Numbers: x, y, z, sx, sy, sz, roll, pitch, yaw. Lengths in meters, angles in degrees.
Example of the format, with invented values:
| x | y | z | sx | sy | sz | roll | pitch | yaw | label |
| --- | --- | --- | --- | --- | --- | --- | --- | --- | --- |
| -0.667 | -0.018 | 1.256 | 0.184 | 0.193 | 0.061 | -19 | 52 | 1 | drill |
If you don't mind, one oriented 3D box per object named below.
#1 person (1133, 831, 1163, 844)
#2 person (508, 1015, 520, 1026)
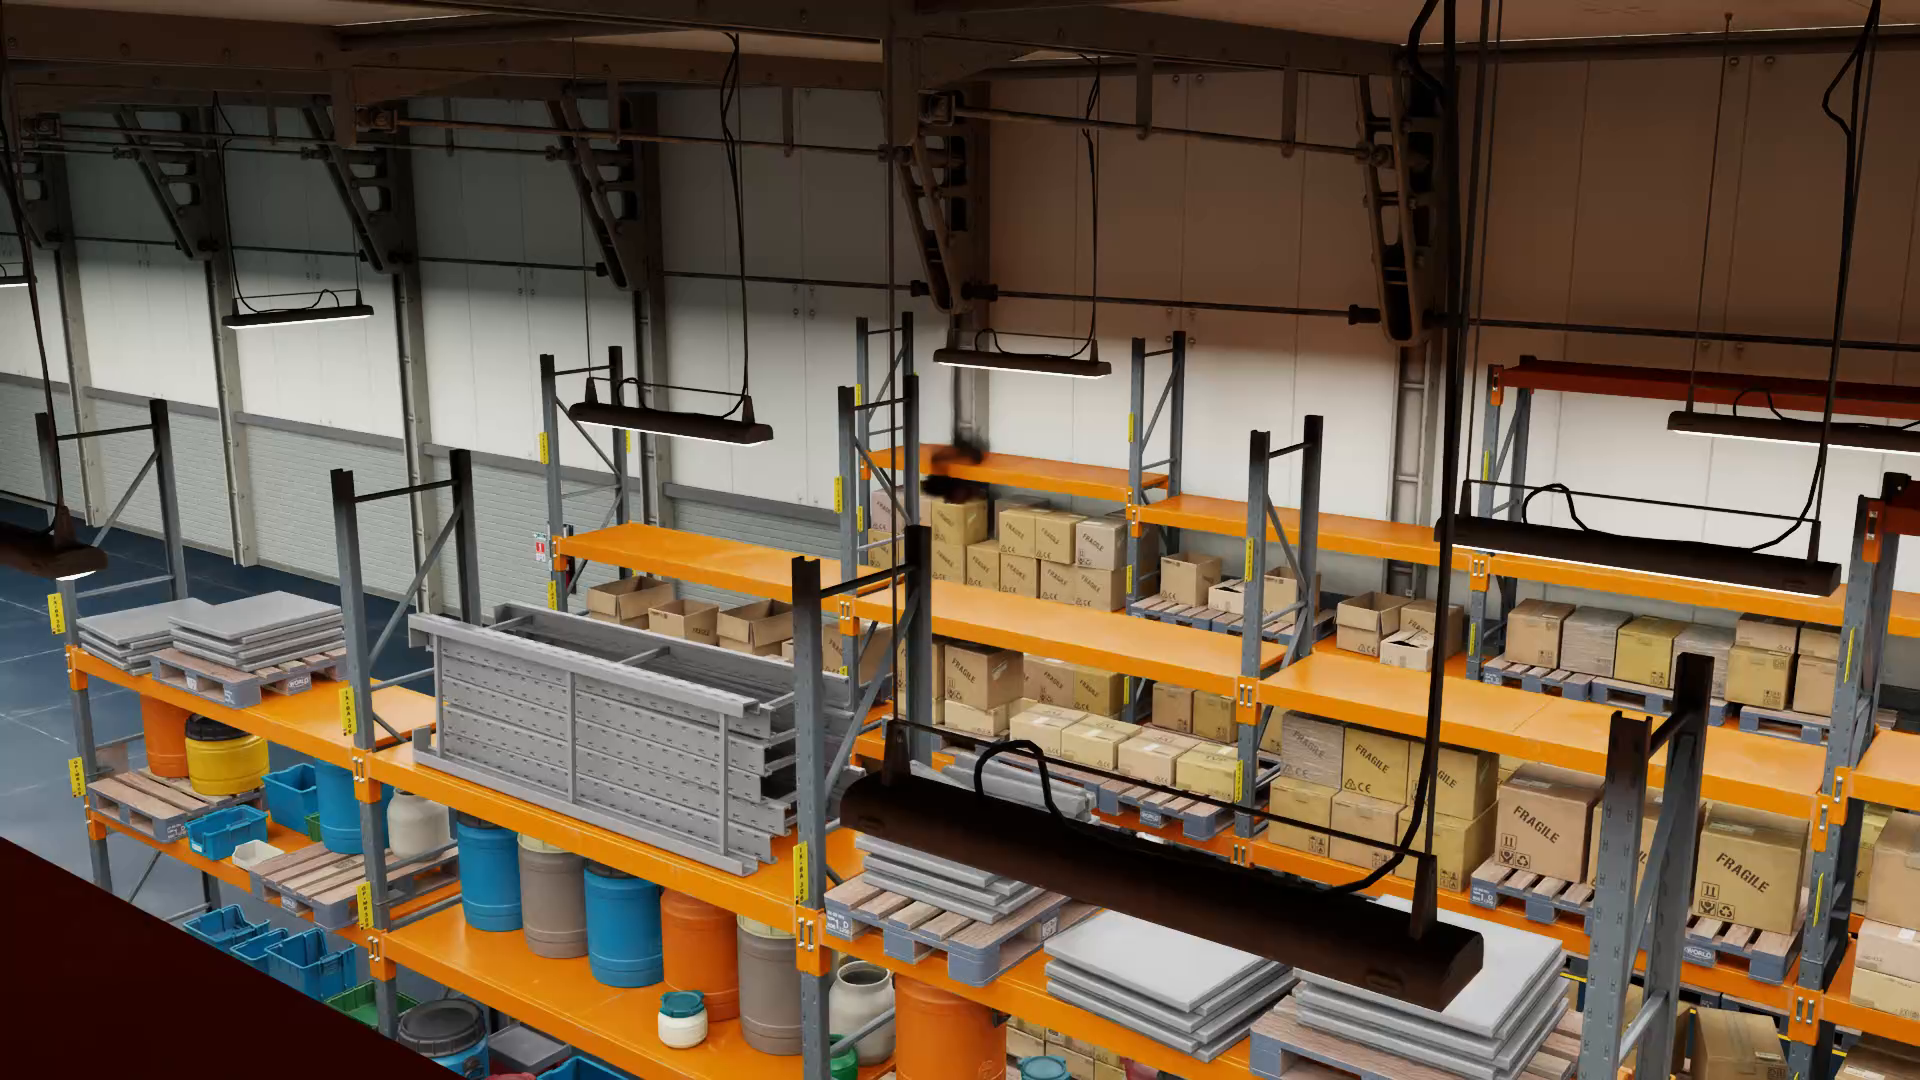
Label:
| x | y | z | sx | sy | sz | roll | pitch | yaw | label |
| --- | --- | --- | --- | --- | --- | --- | --- | --- | --- |
| 1.838 | 3.431 | 16.542 | 0.762 | 1.840 | 0.642 | 7 | 15 | 29 | person |
| -3.641 | 3.981 | 14.168 | 0.738 | 1.823 | 0.677 | 8 | 15 | 30 | person |
